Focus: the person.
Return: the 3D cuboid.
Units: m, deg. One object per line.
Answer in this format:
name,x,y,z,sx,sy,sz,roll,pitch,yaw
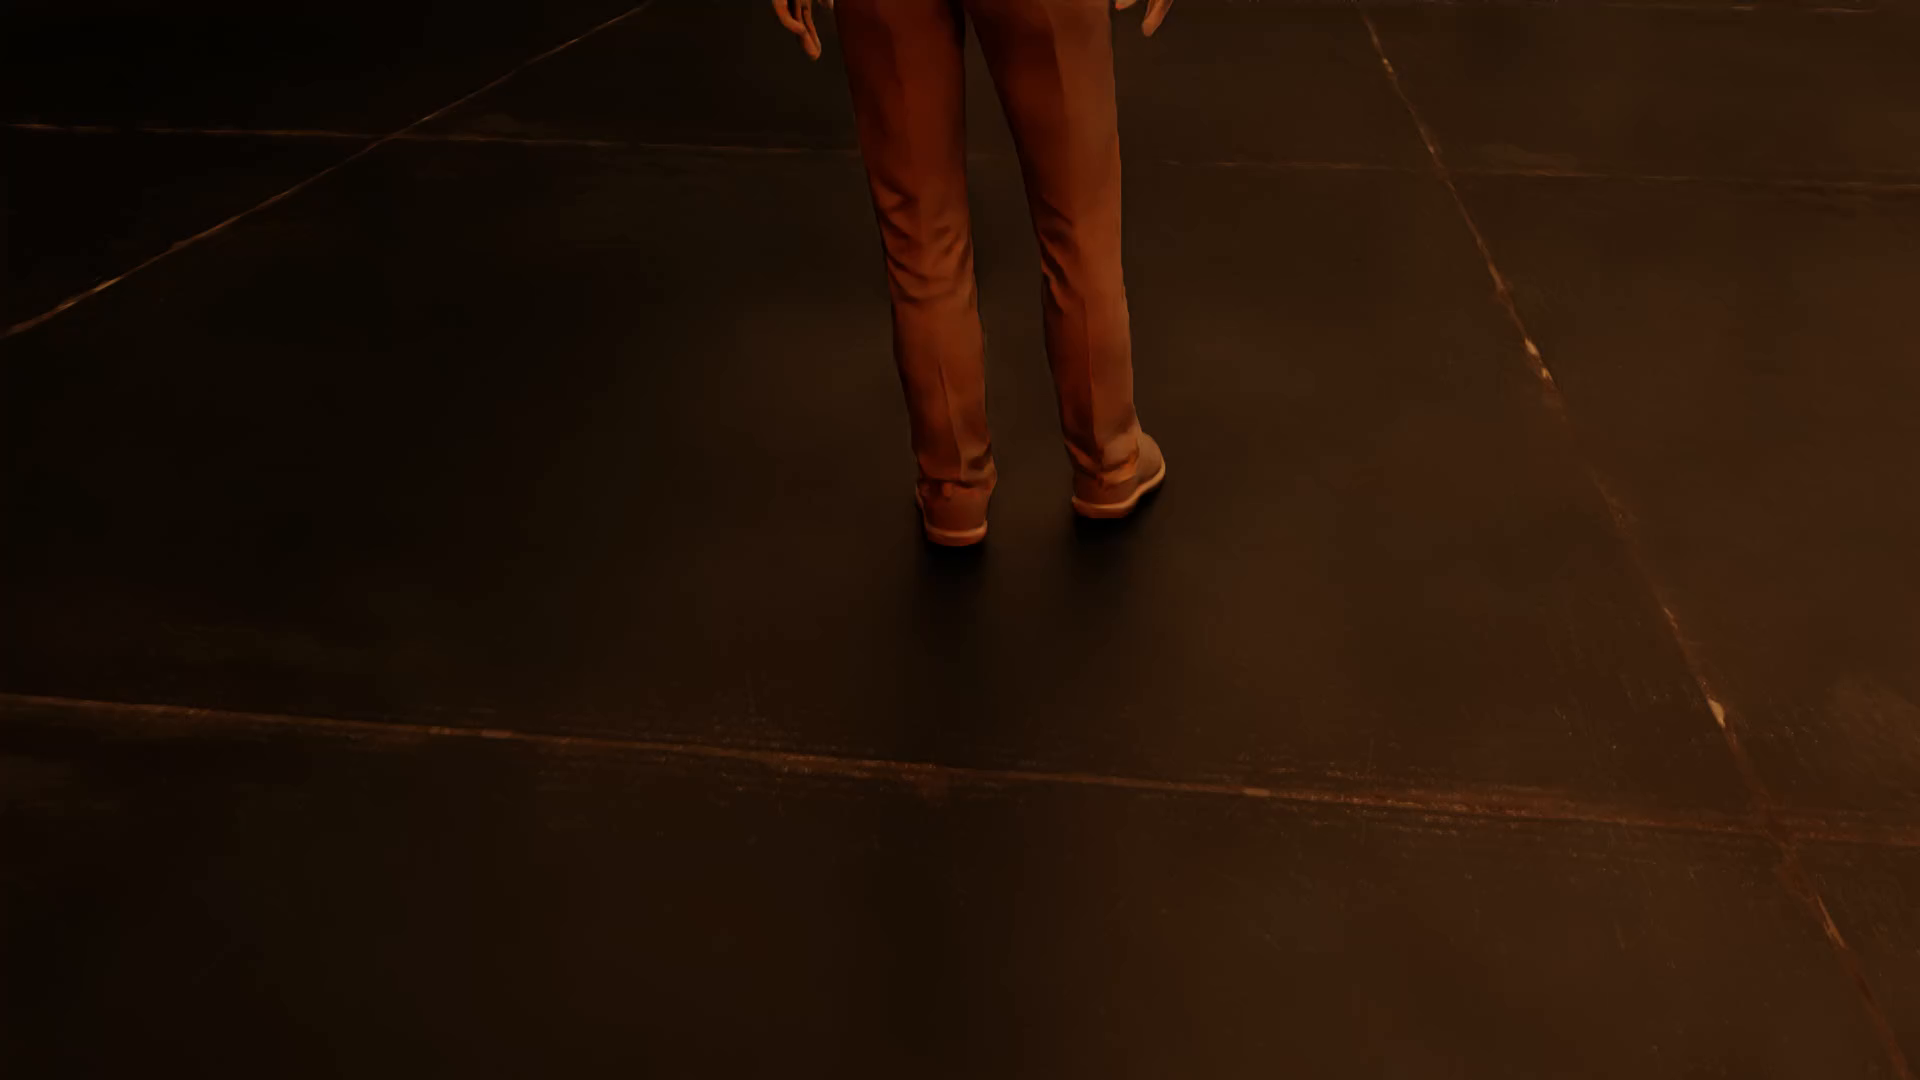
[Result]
person,0.016,-0.794,2.178,0.586,1.695,0.532,3,27,7
